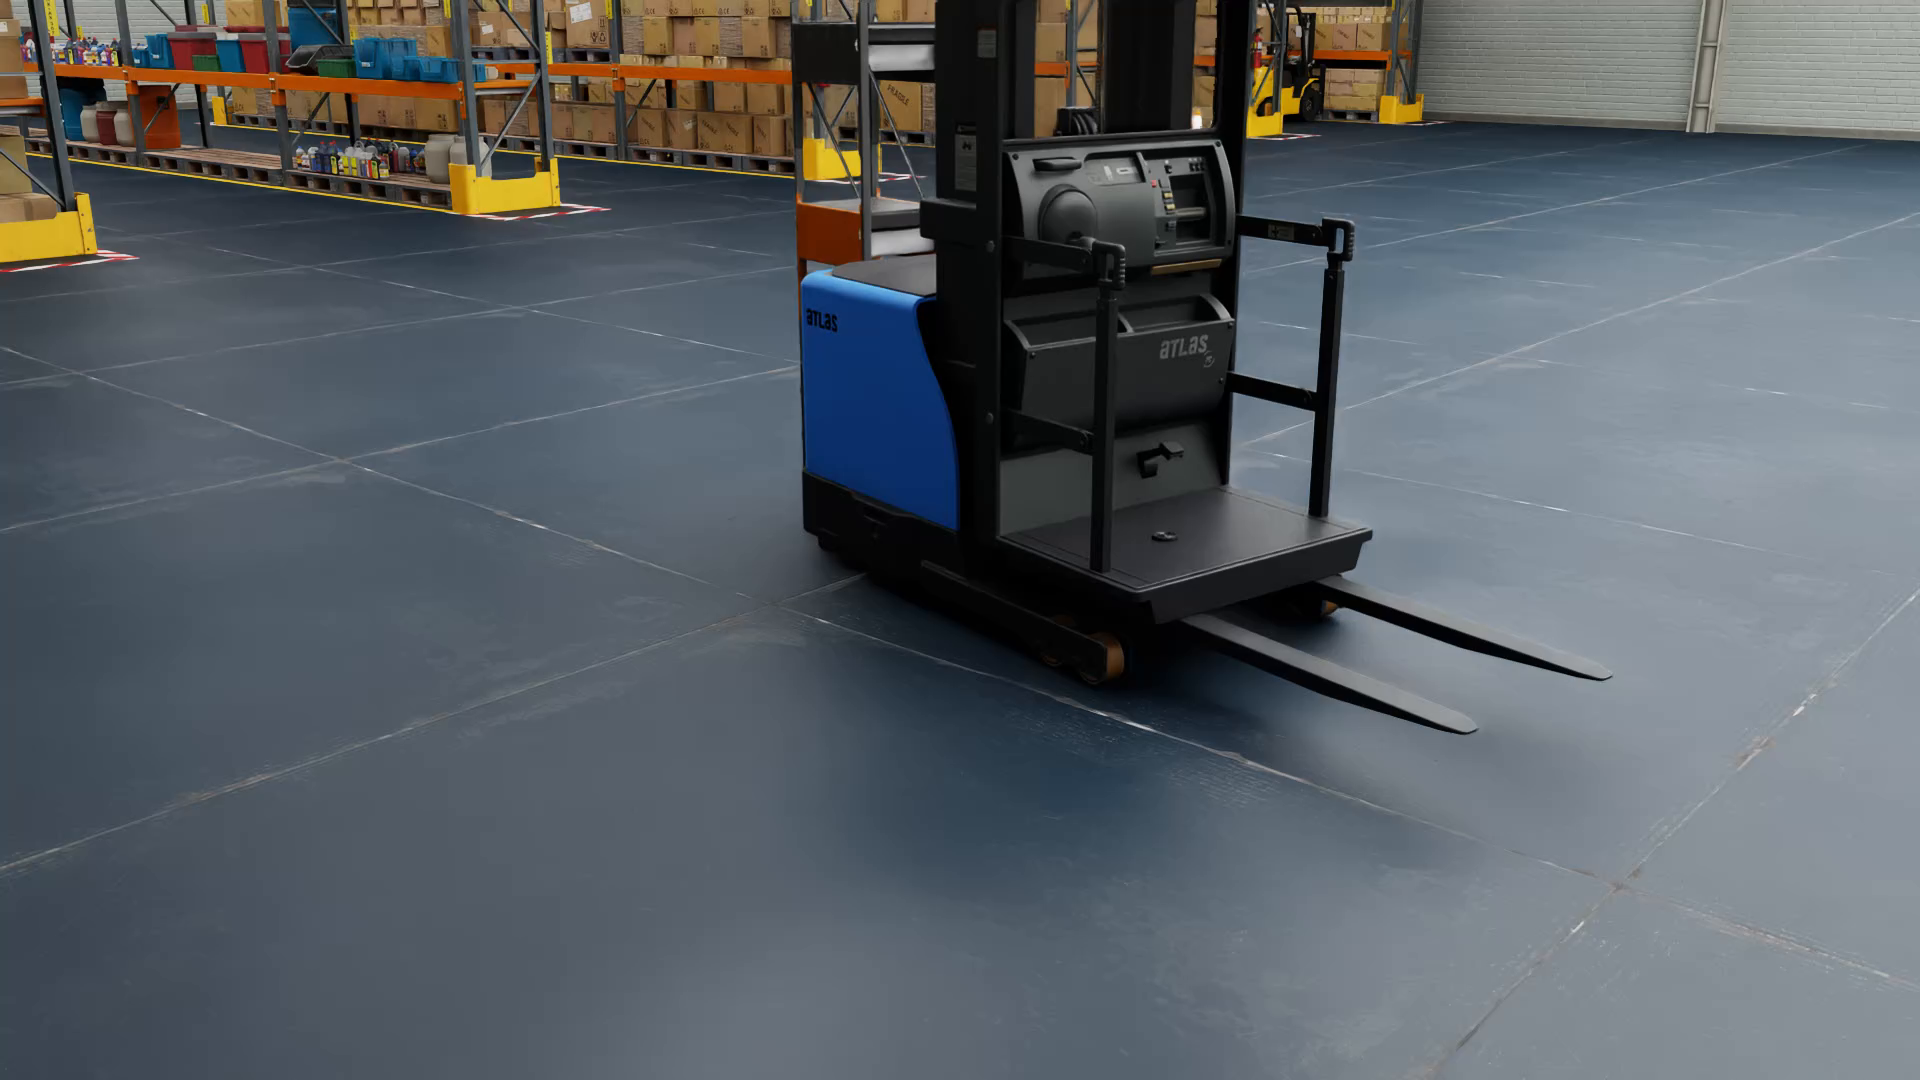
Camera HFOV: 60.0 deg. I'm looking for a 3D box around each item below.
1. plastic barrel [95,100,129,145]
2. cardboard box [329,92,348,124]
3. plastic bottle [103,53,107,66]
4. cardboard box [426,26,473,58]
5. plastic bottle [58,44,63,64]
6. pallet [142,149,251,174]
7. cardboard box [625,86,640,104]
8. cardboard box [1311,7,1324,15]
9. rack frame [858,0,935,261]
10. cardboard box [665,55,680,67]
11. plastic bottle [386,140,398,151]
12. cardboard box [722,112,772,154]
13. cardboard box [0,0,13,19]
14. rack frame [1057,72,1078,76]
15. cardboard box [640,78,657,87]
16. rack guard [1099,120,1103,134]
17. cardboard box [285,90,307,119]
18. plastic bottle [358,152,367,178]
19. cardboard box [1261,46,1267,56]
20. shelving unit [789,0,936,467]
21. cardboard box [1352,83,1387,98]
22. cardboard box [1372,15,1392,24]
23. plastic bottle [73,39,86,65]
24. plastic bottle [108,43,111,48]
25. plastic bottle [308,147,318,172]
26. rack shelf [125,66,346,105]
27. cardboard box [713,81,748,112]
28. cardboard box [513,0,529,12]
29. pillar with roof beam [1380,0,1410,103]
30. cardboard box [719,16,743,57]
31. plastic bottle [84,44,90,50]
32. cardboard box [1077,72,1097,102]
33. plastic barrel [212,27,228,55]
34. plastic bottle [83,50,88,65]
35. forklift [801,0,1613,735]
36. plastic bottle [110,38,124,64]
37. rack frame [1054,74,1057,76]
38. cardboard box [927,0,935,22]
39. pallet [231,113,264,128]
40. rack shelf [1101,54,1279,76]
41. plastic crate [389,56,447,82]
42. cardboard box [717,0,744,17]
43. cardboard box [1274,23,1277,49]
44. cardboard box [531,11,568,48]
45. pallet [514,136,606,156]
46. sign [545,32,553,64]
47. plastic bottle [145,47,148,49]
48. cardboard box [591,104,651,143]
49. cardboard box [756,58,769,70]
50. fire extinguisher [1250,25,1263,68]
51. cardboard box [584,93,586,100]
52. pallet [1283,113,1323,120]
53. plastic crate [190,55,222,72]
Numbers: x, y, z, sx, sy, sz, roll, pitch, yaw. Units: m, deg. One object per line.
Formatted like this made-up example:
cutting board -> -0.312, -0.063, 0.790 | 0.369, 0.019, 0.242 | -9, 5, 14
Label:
plastic barrel -> -11.947, -5.939, 23.658 | 0.708, 0.588, 0.600 | 15, 23, 39
cardboard box -> -9.937, -7.554, 28.273 | 0.875, 0.875, 1.225 | 15, 23, 39
plastic bottle -> -11.557, -6.530, 22.558 | 0.097, 0.201, 0.097 | 0, 18, 0
cardboard box -> -7.971, -7.778, 25.996 | 0.500, 0.500, 0.500 | 16, 24, 41
plastic bottle -> -12.689, -6.867, 23.505 | 0.097, 0.271, 0.097 | 0, 18, 0
pallet -> -10.171, -5.073, 22.248 | 1.213, 0.211, 1.003 | 15, 23, 39
cardboard box -> -5.887, -8.185, 30.881 | 0.500, 0.500, 0.500 | 16, 23, 40
cardboard box -> 6.987, -10.203, 32.074 | 0.250, 0.149, 0.380 | 16, 23, 40
rack frame -> -0.216, -1.093, 6.586 | 0.400, 2.100, 0.015 | -13, 22, -35
cardboard box -> -3.748, -6.449, 22.388 | 0.250, 0.149, 0.380 | 15, 23, 39
plastic bottle -> -6.675, -4.543, 19.620 | 0.185, 0.351, 0.144 | 15, 23, 39
cardboard box -> -2.835, -5.461, 22.299 | 0.500, 0.500, 0.500 | -16, 23, -41
cardboard box -> -8.412, -4.614, 13.881 | 0.500, 0.500, 0.700 | 15, 23, 39
rack frame -> 2.132, -9.126, 30.410 | 0.127, 3.000, 1.000 | 15, 23, 39
cardboard box -> -5.510, -8.438, 30.439 | 0.500, 0.250, 0.500 | 16, 23, 41
rack guard -> 1.932, -5.987, 24.649 | 0.348, 0.500, 1.175 | 15, 23, 39
cardboard box -> -11.543, -8.009, 29.708 | 0.875, 0.875, 0.875 | 15, 23, 39
plastic bottle -> -6.680, -4.226, 18.745 | 0.135, 0.276, 0.152 | 14, 22, 38
cardboard box -> 5.008, -8.318, 28.279 | 0.250, 0.149, 0.380 | 15, 23, 39
shelving unit -> -0.361, -1.153, 6.772 | 0.431, 2.100, 0.503 | -13, 22, -35
cardboard box -> 7.845, -8.602, 31.782 | 0.500, 0.250, 0.500 | 15, 23, 39
cardboard box -> 7.971, -9.810, 31.326 | 0.250, 0.149, 0.380 | 15, 23, 40
plastic bottle -> -12.257, -6.799, 23.157 | 0.185, 0.351, 0.144 | 15, 23, 39
plastic bottle -> -12.283, -7.057, 24.093 | 0.135, 0.276, 0.152 | 15, 23, 39
plastic bottle -> -7.526, -4.453, 19.460 | 0.135, 0.276, 0.152 | 16, 24, 41
rack shelf -> -9.229, -5.822, 21.188 | 4.000, 0.370, 1.077 | 15, 23, 39
cardboard box -> -3.674, -7.774, 29.175 | 0.750, 0.750, 1.050 | 15, 23, 39
cardboard box -> -8.356, -10.500, 32.429 | 0.500, 0.500, 0.500 | 16, 23, 41
pillar with roof beam -> 5.636, -11.676, 28.526 | 0.400, 9.000, 9.100 | 15, 23, 39
cardboard box -> -2.646, -6.571, 21.699 | 0.500, 0.500, 0.875 | 15, 23, 39
plastic bottle -> -12.208, -6.795, 23.257 | 0.133, 0.283, 0.061 | 15, 23, 39
cardboard box -> 2.394, -8.194, 30.083 | 0.500, 0.500, 0.500 | 16, 24, 42
plastic barrel -> -9.499, -6.377, 21.562 | 0.421, 0.512, 0.421 | 0, 18, 0
plastic bottle -> -12.067, -6.667, 22.989 | 0.097, 0.201, 0.097 | 0, 18, 0
forklift -> 0.669, -1.112, 5.270 | 1.130, 2.935, 3.031 | -13, 22, -35
plastic bottle -> -11.988, -6.953, 23.644 | 0.185, 0.351, 0.144 | 15, 23, 39
rack frame -> 2.433, -11.053, 36.481 | 0.127, 3.000, 1.000 | 15, 23, 39
cardboard box -> -0.023, -8.267, 25.668 | 0.550, 0.550, 0.875 | 15, 23, 39
pallet -> -12.771, -7.822, 30.909 | 1.213, 0.211, 1.003 | 15, 23, 39
rack shelf -> 3.628, -8.382, 29.253 | 4.000, 0.370, 1.077 | 15, 23, 39
plastic crate -> -5.796, -5.054, 17.824 | 0.408, 0.251, 0.499 | 15, 23, 39
cardboard box -> -2.779, -7.002, 21.405 | 0.500, 0.500, 0.500 | 15, 23, 39
cardboard box -> 6.363, -9.947, 32.831 | 0.500, 0.500, 0.500 | 15, 23, 39
cardboard box -> -5.803, -7.461, 24.296 | 0.797, 0.503, 0.637 | -15, 23, -40
pallet -> -5.946, -5.956, 25.030 | 1.213, 0.211, 1.003 | 15, 23, 39
sign -> -4.373, -5.216, 17.631 | 0.005, 0.325, 0.100 | 15, 23, 39
plastic bottle -> -11.423, -6.848, 23.422 | 0.133, 0.283, 0.061 | 15, 23, 39
cardboard box -> -4.890, -6.031, 24.060 | 0.500, 0.500, 0.700 | 13, 22, 35
cardboard box -> -2.388, -6.114, 21.334 | 0.250, 0.149, 0.380 | 15, 23, 39
fire extinguisher -> 4.904, -8.159, 27.490 | 0.183, 0.674, 0.296 | 15, 23, 39
cardboard box -> -7.369, -8.751, 32.754 | 0.250, 0.149, 0.380 | 15, 23, 40
pallet -> 6.908, -8.507, 33.068 | 1.213, 0.211, 1.003 | 15, 23, 39
plastic crate -> -9.223, -5.948, 20.746 | 0.662, 0.188, 0.450 | 15, 23, 39
